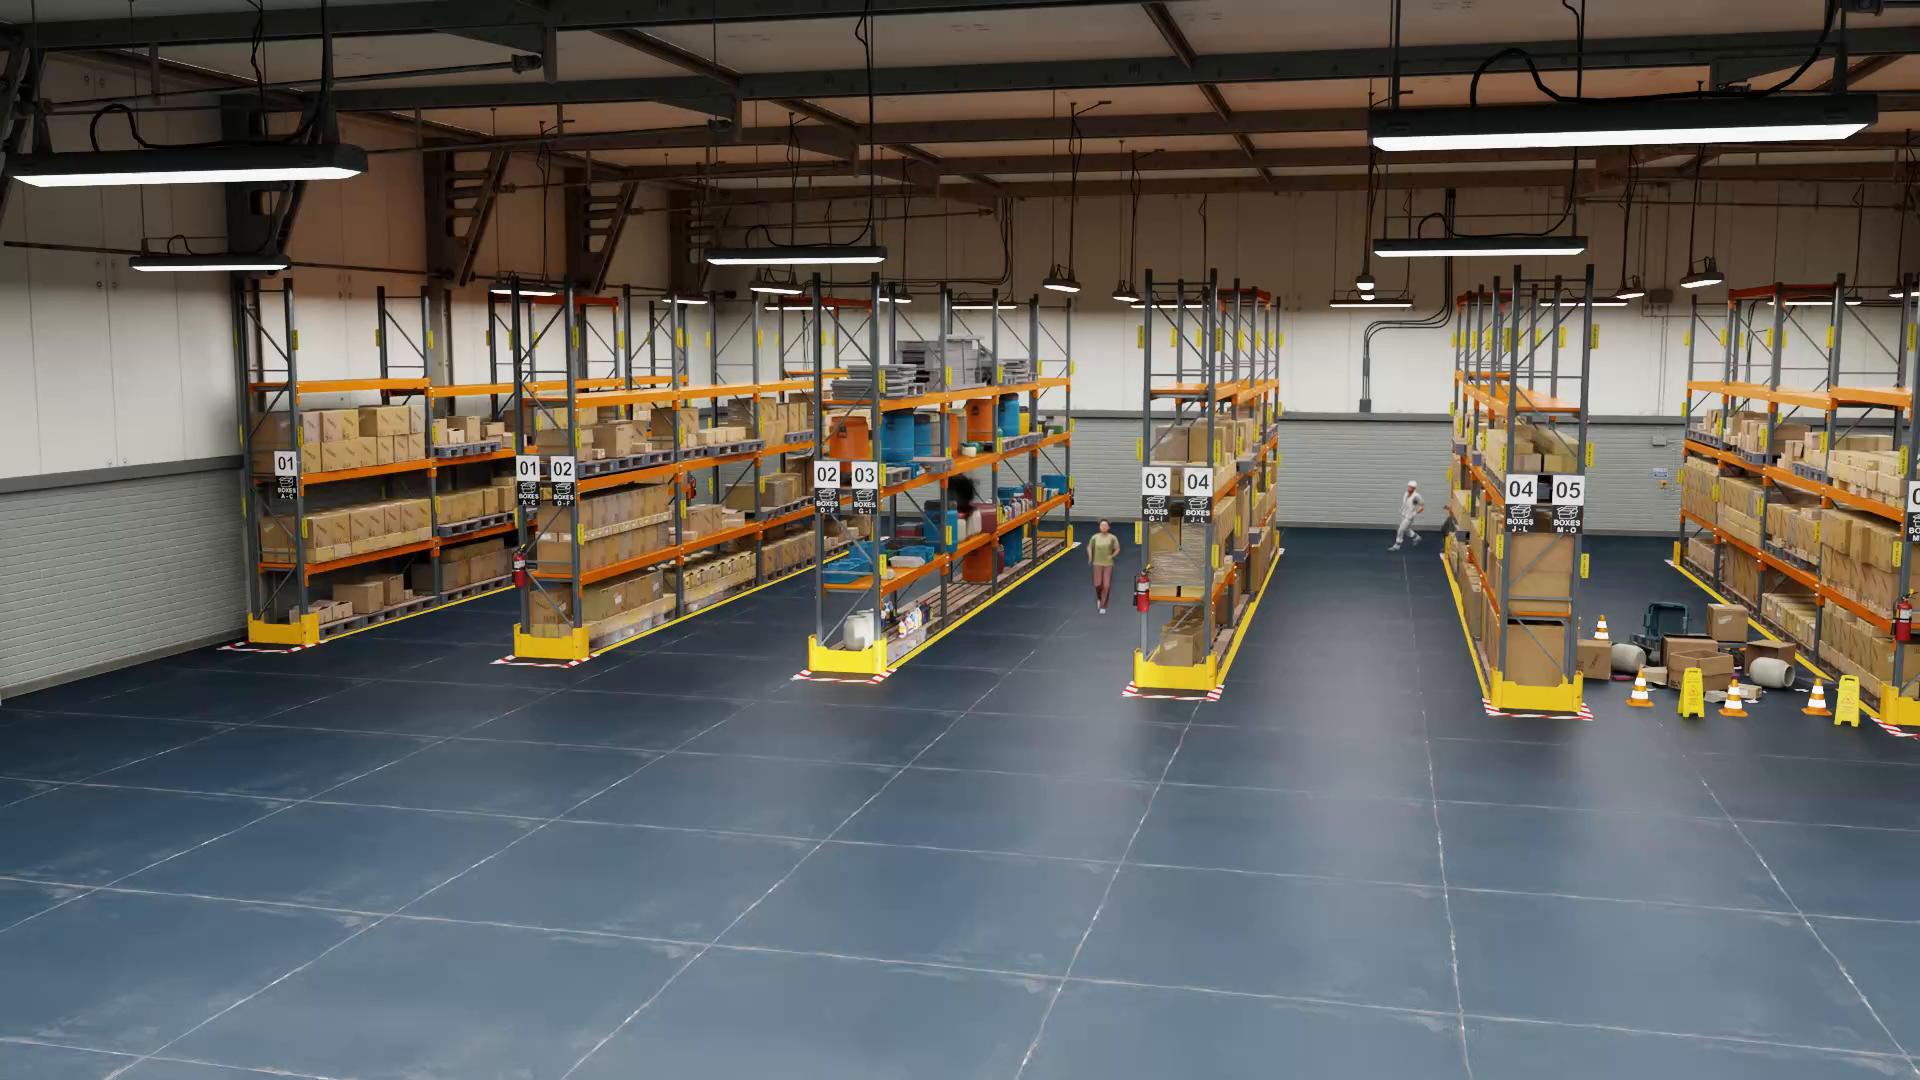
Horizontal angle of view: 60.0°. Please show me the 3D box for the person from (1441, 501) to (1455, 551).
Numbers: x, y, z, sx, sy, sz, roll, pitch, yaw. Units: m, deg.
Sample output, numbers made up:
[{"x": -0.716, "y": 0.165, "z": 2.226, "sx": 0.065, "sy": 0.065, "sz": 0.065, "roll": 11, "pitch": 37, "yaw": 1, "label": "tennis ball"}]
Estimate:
[{"x": 11.775, "y": -0.510, "z": 39.448, "sx": 0.703, "sy": 1.673, "sz": 0.621, "roll": 0, "pitch": 7, "yaw": 4, "label": "person"}]

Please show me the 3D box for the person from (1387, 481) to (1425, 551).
[{"x": 10.675, "y": -0.562, "z": 39.355, "sx": 0.836, "sy": 1.705, "sz": 0.712, "roll": -2, "pitch": 7, "yaw": -19, "label": "person"}]

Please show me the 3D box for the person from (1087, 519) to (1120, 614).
[{"x": 2.479, "y": 0.457, "z": 28.806, "sx": 0.574, "sy": 1.641, "sz": 0.505, "roll": 1, "pitch": 7, "yaw": 8, "label": "person"}]
